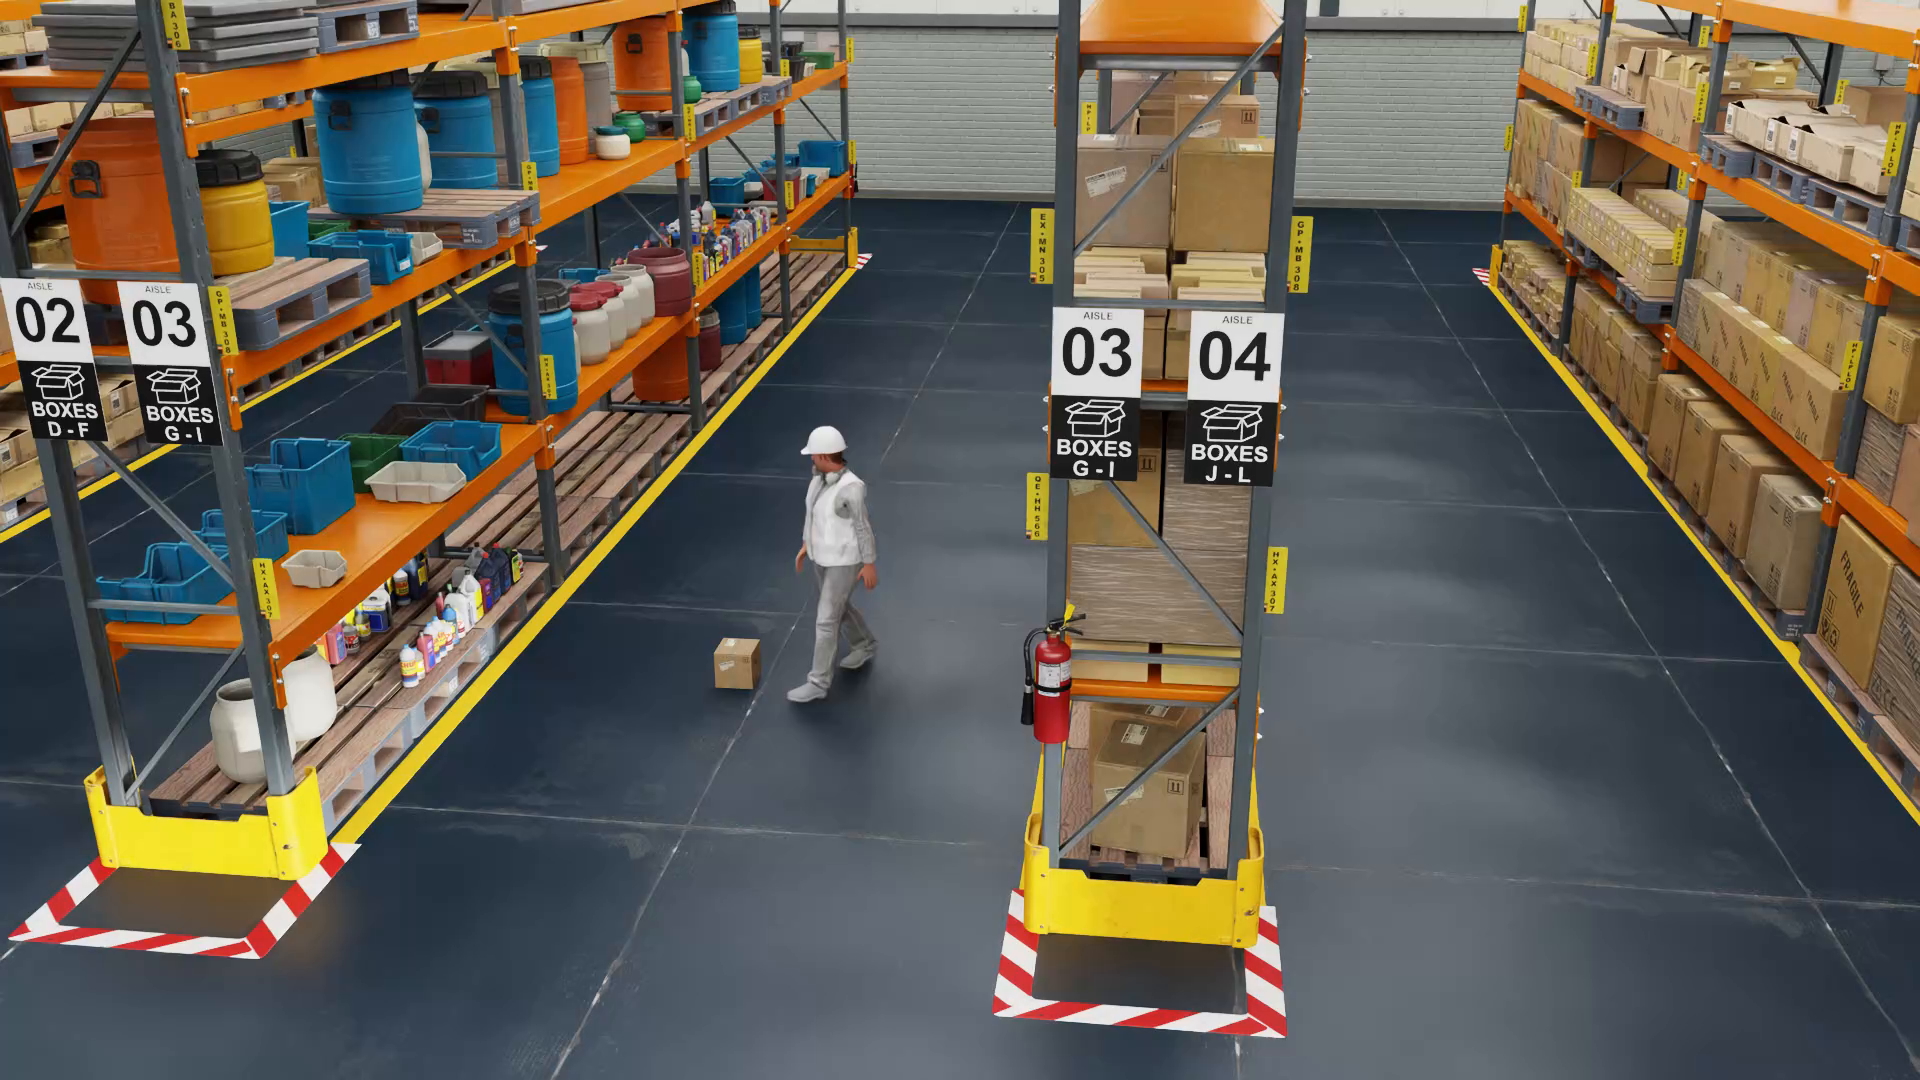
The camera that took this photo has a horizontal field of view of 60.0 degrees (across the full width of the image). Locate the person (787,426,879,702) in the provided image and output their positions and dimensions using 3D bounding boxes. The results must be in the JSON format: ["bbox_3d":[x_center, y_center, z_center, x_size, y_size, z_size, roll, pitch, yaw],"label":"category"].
[{"bbox_3d":[-0.867,0.112,10.734,0.863,1.736,0.560,-13,25,-31],"label":"person"}]
